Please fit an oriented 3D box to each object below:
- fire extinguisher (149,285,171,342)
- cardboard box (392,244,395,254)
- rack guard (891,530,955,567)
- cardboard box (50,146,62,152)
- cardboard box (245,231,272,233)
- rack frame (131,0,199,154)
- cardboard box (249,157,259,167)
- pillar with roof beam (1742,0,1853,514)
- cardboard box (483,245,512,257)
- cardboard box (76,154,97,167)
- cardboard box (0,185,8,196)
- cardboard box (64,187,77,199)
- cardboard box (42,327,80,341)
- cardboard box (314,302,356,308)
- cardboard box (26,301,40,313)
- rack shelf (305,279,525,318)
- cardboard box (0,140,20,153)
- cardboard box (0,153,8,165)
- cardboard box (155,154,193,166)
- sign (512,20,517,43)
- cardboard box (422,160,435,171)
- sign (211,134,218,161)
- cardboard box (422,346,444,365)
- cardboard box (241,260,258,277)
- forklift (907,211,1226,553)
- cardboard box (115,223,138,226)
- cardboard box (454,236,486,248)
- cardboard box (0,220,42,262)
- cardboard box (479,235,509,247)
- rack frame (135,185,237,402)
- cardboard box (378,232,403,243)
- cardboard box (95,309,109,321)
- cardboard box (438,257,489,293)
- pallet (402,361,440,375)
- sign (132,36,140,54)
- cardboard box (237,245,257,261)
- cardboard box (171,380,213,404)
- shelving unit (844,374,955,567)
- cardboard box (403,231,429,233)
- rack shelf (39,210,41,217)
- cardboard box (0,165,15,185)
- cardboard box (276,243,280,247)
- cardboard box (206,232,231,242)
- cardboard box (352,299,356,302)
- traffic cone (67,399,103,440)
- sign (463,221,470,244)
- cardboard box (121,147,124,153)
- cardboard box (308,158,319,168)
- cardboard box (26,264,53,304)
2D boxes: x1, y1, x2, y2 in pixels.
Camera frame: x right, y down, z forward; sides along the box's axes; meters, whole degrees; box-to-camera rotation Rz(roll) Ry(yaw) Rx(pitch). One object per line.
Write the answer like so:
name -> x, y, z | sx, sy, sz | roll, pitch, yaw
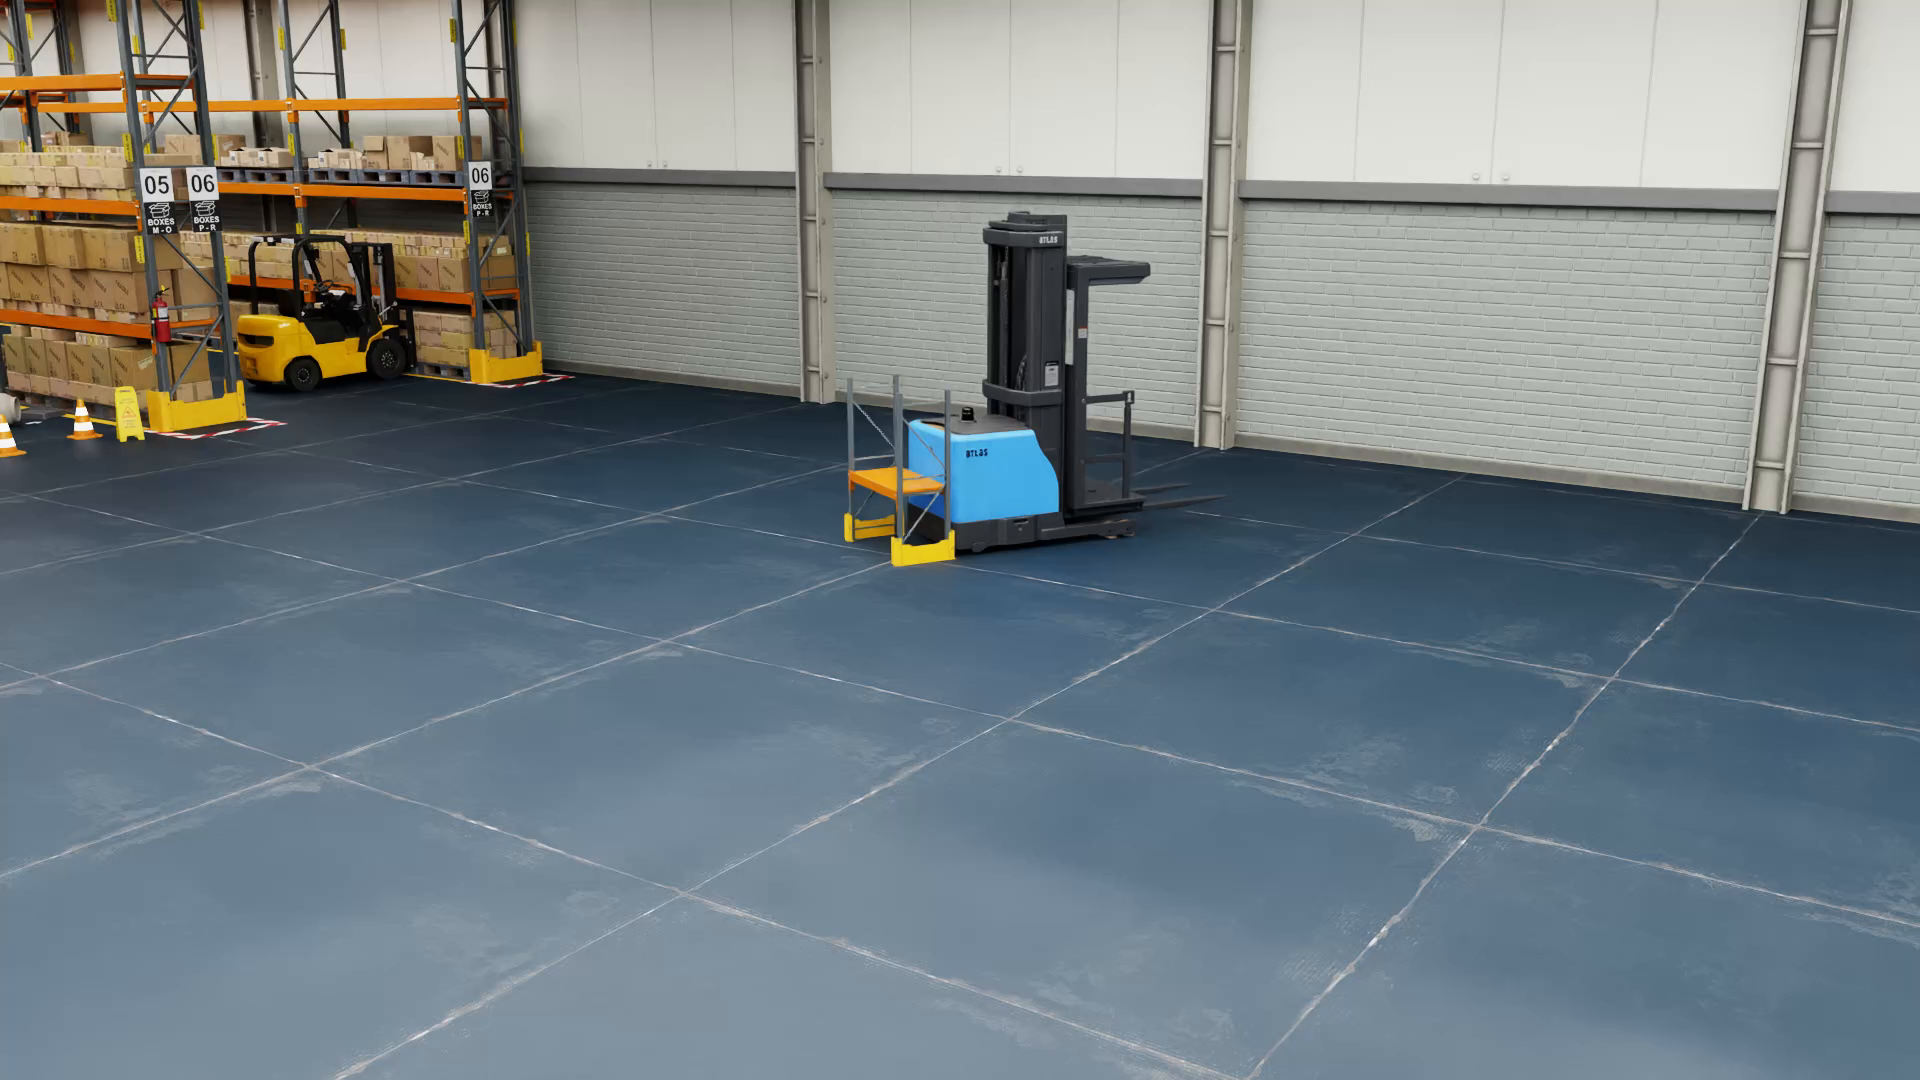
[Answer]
fire extinguisher -> -9.789, -2.772, 20.365 | 0.183, 0.674, 0.296 | 9, 17, 33
cardboard box -> -8.539, -4.479, 25.544 | 0.250, 0.149, 0.380 | 9, 17, 32
rack guard -> -0.318, 0.070, 14.448 | 0.587, 0.250, 0.087 | -7, 16, -27
cardboard box -> -16.138, -7.026, 29.970 | 0.250, 0.149, 0.380 | 9, 16, 32
cardboard box -> -11.985, -5.194, 28.430 | 0.250, 0.149, 0.380 | 9, 16, 32
rack frame -> -13.498, -7.892, 28.402 | 0.127, 3.000, 1.000 | 9, 17, 33
cardboard box -> -11.261, -6.116, 26.915 | 0.250, 0.149, 0.380 | 9, 17, 33
pillar with roof beam -> 5.599, -3.820, 11.952 | 0.400, 9.000, 9.100 | 9, 17, 33
cardboard box -> -6.997, -4.367, 25.092 | 0.250, 0.149, 0.380 | 9, 16, 31
cardboard box -> -10.868, -4.775, 20.920 | 0.250, 0.149, 0.380 | 9, 17, 33
cardboard box -> -12.640, -4.650, 22.070 | 0.250, 0.149, 0.380 | 9, 17, 33
cardboard box -> -11.126, -4.420, 21.143 | 0.250, 0.149, 0.380 | 9, 16, 31
cardboard box -> -11.885, -2.735, 21.994 | 0.250, 0.149, 0.380 | 10, 17, 36
cardboard box -> -9.953, -3.670, 26.601 | 0.500, 0.250, 0.500 | 9, 16, 32
cardboard box -> -12.202, -3.132, 22.181 | 0.250, 0.149, 0.380 | 10, 17, 35
rack shelf -> -8.520, -3.826, 25.959 | 4.000, 0.370, 1.077 | 9, 17, 33
cardboard box -> -13.627, -5.506, 23.404 | 0.500, 0.250, 0.500 | 9, 16, 32
cardboard box -> -12.421, -5.000, 21.829 | 0.250, 0.149, 0.380 | 9, 16, 31
cardboard box -> -9.808, -4.726, 20.720 | 0.250, 0.149, 0.380 | 9, 17, 32
sign -> -6.545, -7.459, 24.381 | 0.005, 0.325, 0.100 | 9, 17, 33
cardboard box -> -7.717, -5.544, 24.601 | 0.250, 0.149, 0.380 | 9, 16, 31
sign -> -9.324, -4.905, 20.761 | 0.005, 0.325, 0.100 | 9, 17, 33
cardboard box -> -7.834, -2.844, 25.346 | 0.500, 0.250, 0.500 | 9, 17, 33
cardboard box -> -11.558, -4.525, 27.598 | 0.500, 0.250, 0.500 | 9, 17, 33
forklift -> 1.066, -1.535, 15.353 | 3.031, 2.935, 1.130 | -7, 15, -26
cardboard box -> -14.956, -5.416, 29.796 | 0.637, 0.503, 0.797 | 9, 16, 32
cardboard box -> -7.275, -4.420, 24.688 | 0.250, 0.149, 0.380 | 9, 17, 33
cardboard box -> -12.702, -4.029, 22.375 | 0.500, 0.500, 0.700 | 9, 17, 32
cardboard box -> -7.019, -4.502, 25.017 | 0.250, 0.149, 0.380 | 9, 16, 32
rack frame -> -9.627, -2.916, 20.789 | 0.127, 3.000, 1.000 | 9, 17, 33
cardboard box -> -8.750, -4.662, 25.664 | 0.250, 0.149, 0.380 | 9, 17, 33
cardboard box -> -10.760, -2.881, 21.169 | 0.250, 0.149, 0.380 | 10, 17, 34
cardboard box -> -7.415, -3.969, 24.832 | 0.500, 0.500, 0.500 | 9, 16, 32
pallet -> -8.526, -2.811, 26.166 | 1.213, 0.211, 1.003 | 9, 17, 33
sign -> -13.793, -8.274, 27.838 | 0.005, 0.325, 0.100 | 9, 17, 33
cardboard box -> -11.581, -4.765, 27.529 | 0.500, 0.250, 0.500 | 10, 17, 34
cardboard box -> -10.142, -1.949, 21.729 | 0.500, 0.250, 0.500 | 9, 17, 32
shelving unit -> -0.550, -0.643, 14.725 | 0.587, 1.500, 1.083 | -7, 16, -27
cardboard box -> -8.508, -4.750, 26.019 | 0.250, 0.149, 0.380 | 10, 17, 34
rack shelf -> -14.606, -4.828, 23.766 | 4.000, 0.370, 1.077 | 9, 17, 33
cardboard box -> -12.301, -4.800, 21.847 | 0.500, 0.250, 0.500 | 9, 17, 32
cardboard box -> -10.984, -4.882, 27.173 | 0.250, 0.149, 0.380 | 9, 17, 33
cardboard box -> -12.499, -5.116, 28.118 | 0.250, 0.149, 0.380 | 9, 17, 33
cardboard box -> -9.663, -3.770, 27.005 | 0.500, 0.250, 0.500 | 10, 17, 34
traffic cone -> -10.704, -1.485, 20.288 | 0.334, 0.463, 0.336 | 9, 17, 33
sign -> -7.174, -4.477, 24.192 | 0.005, 0.325, 0.100 | 9, 17, 33
cardboard box -> -14.357, -6.770, 28.976 | 0.250, 0.149, 0.380 | 9, 16, 31
cardboard box -> -9.976, -5.909, 26.076 | 0.250, 0.149, 0.380 | 10, 17, 34
cardboard box -> -11.898, -3.399, 21.910 | 0.500, 0.500, 0.500 | 9, 17, 32
